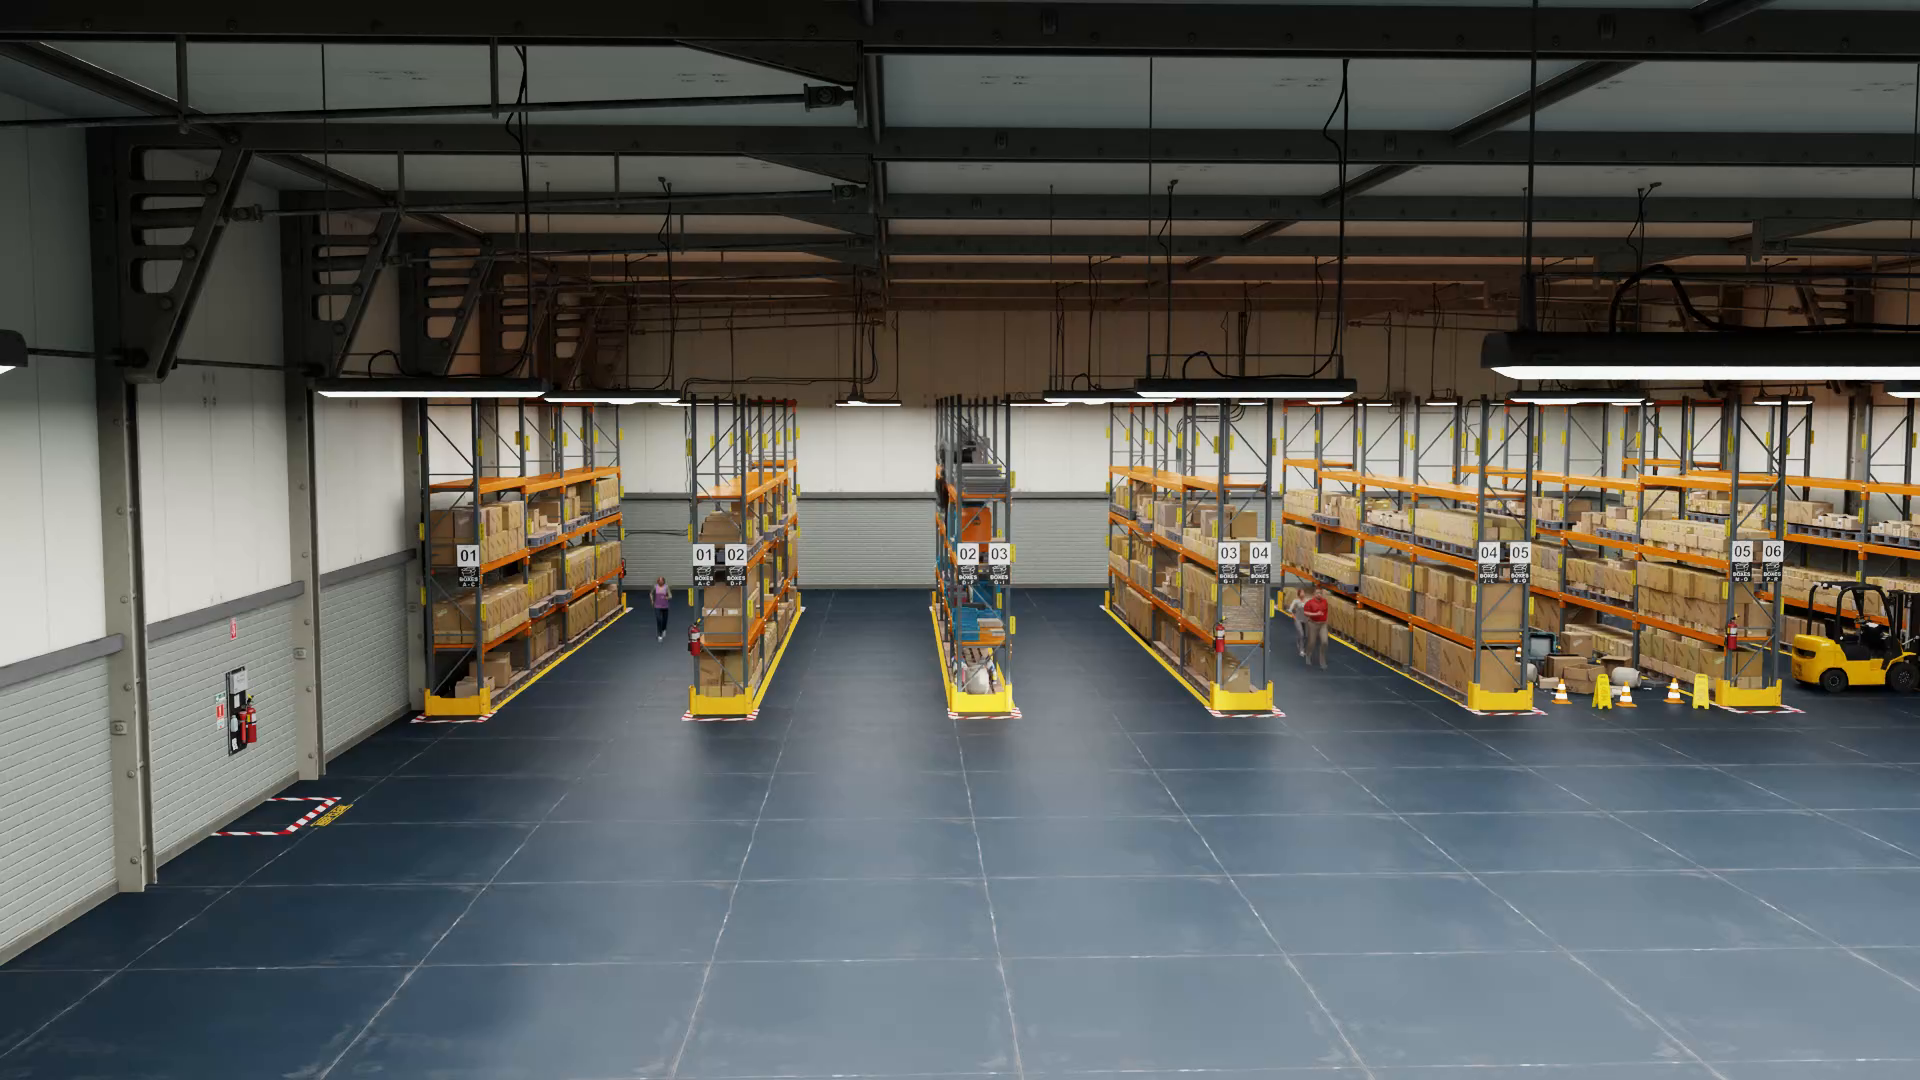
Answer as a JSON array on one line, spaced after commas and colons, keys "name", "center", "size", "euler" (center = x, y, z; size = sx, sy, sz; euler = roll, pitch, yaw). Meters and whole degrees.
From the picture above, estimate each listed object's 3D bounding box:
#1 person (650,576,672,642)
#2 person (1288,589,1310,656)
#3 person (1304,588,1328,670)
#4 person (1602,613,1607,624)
[{"name": "person", "center": [-7.373, 1.678, 41.032], "size": [0.537, 1.585, 0.893], "euler": [-1, 5, -13]}, {"name": "person", "center": [7.918, 1.945, 38.701], "size": [0.541, 1.463, 0.666], "euler": [-1, 5, -7]}, {"name": "person", "center": [7.899, 1.968, 36.858], "size": [0.652, 1.812, 0.832], "euler": [-1, 5, -9]}, {"name": "person", "center": [16.889, 1.448, 43.770], "size": [0.624, 1.659, 0.717], "euler": [-1, 5, -9]}]
